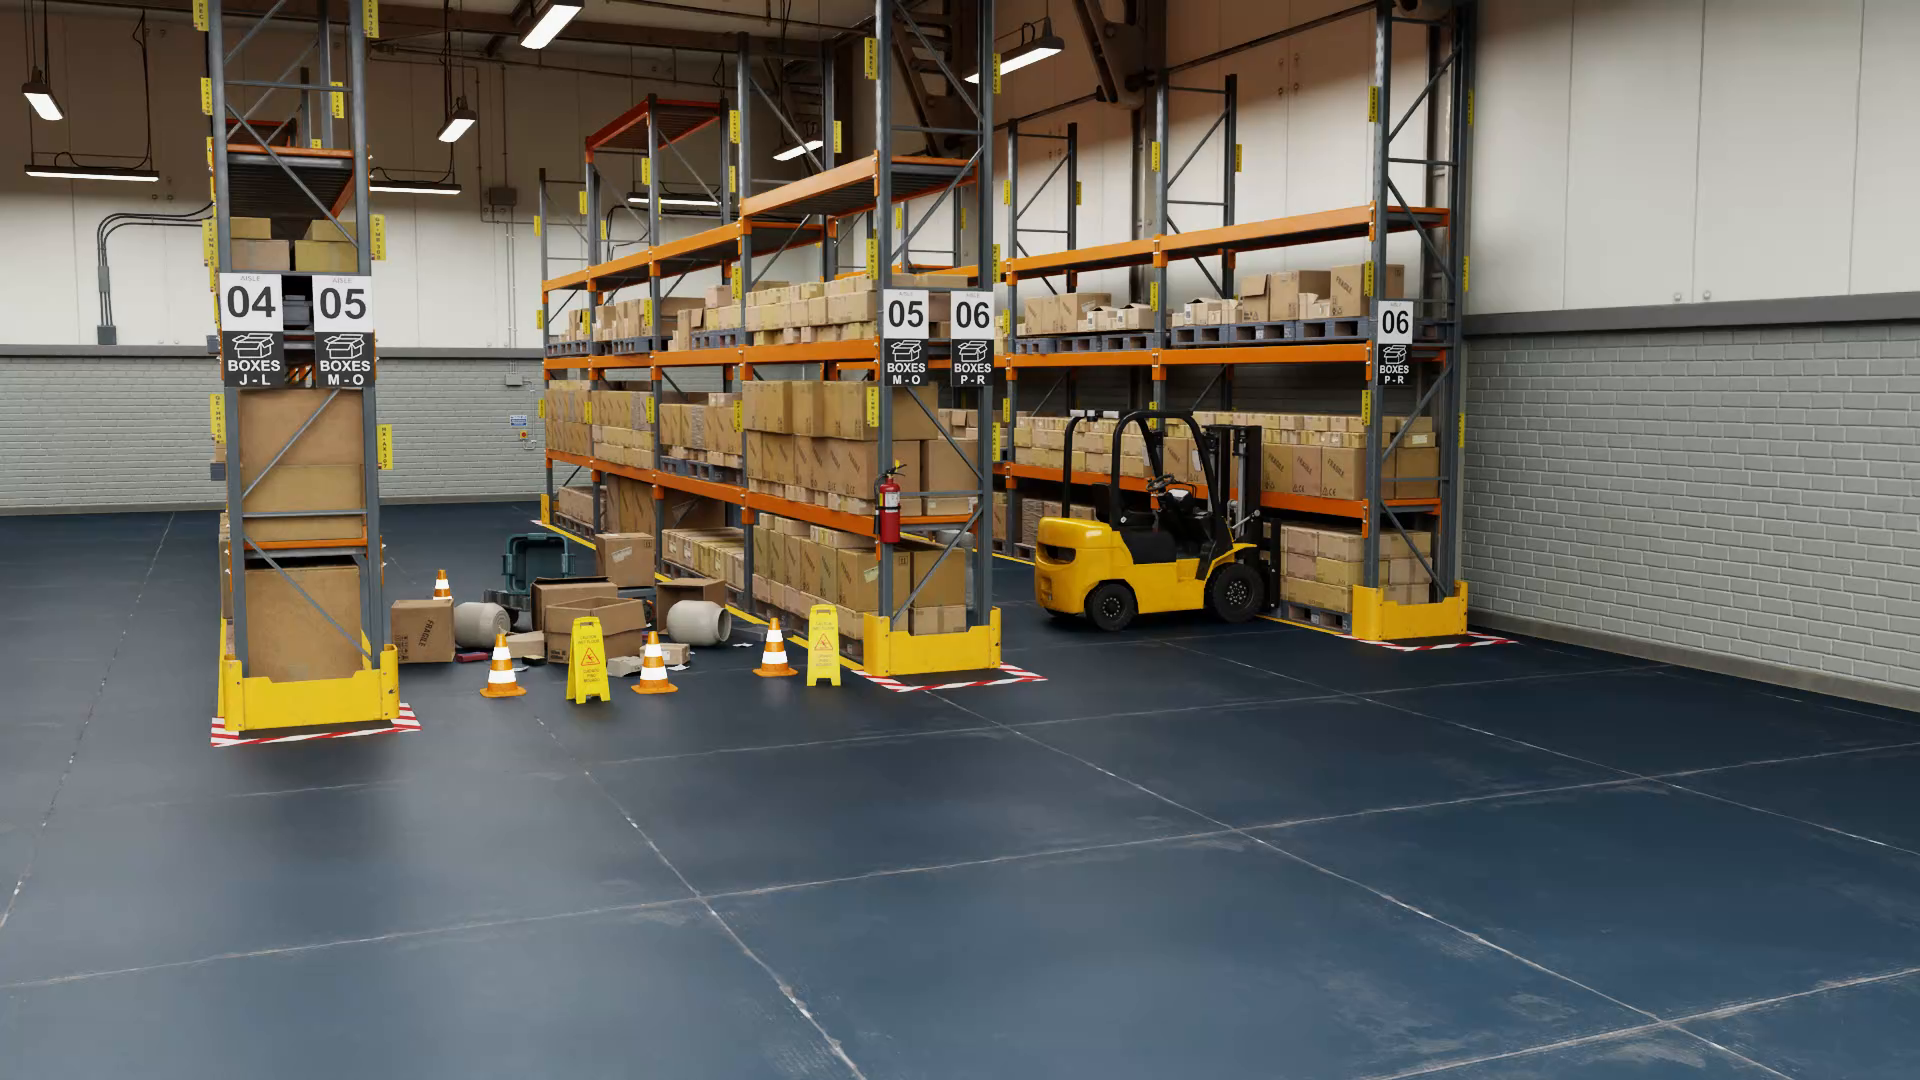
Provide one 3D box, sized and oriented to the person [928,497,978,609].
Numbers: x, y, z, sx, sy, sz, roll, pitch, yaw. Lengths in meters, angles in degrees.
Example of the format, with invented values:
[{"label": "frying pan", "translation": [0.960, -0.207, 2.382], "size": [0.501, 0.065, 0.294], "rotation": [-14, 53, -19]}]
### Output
[{"label": "person", "translation": [-0.084, -0.074, 17.650], "size": [0.598, 1.670, 0.529], "rotation": [-3, 6, -25]}]
